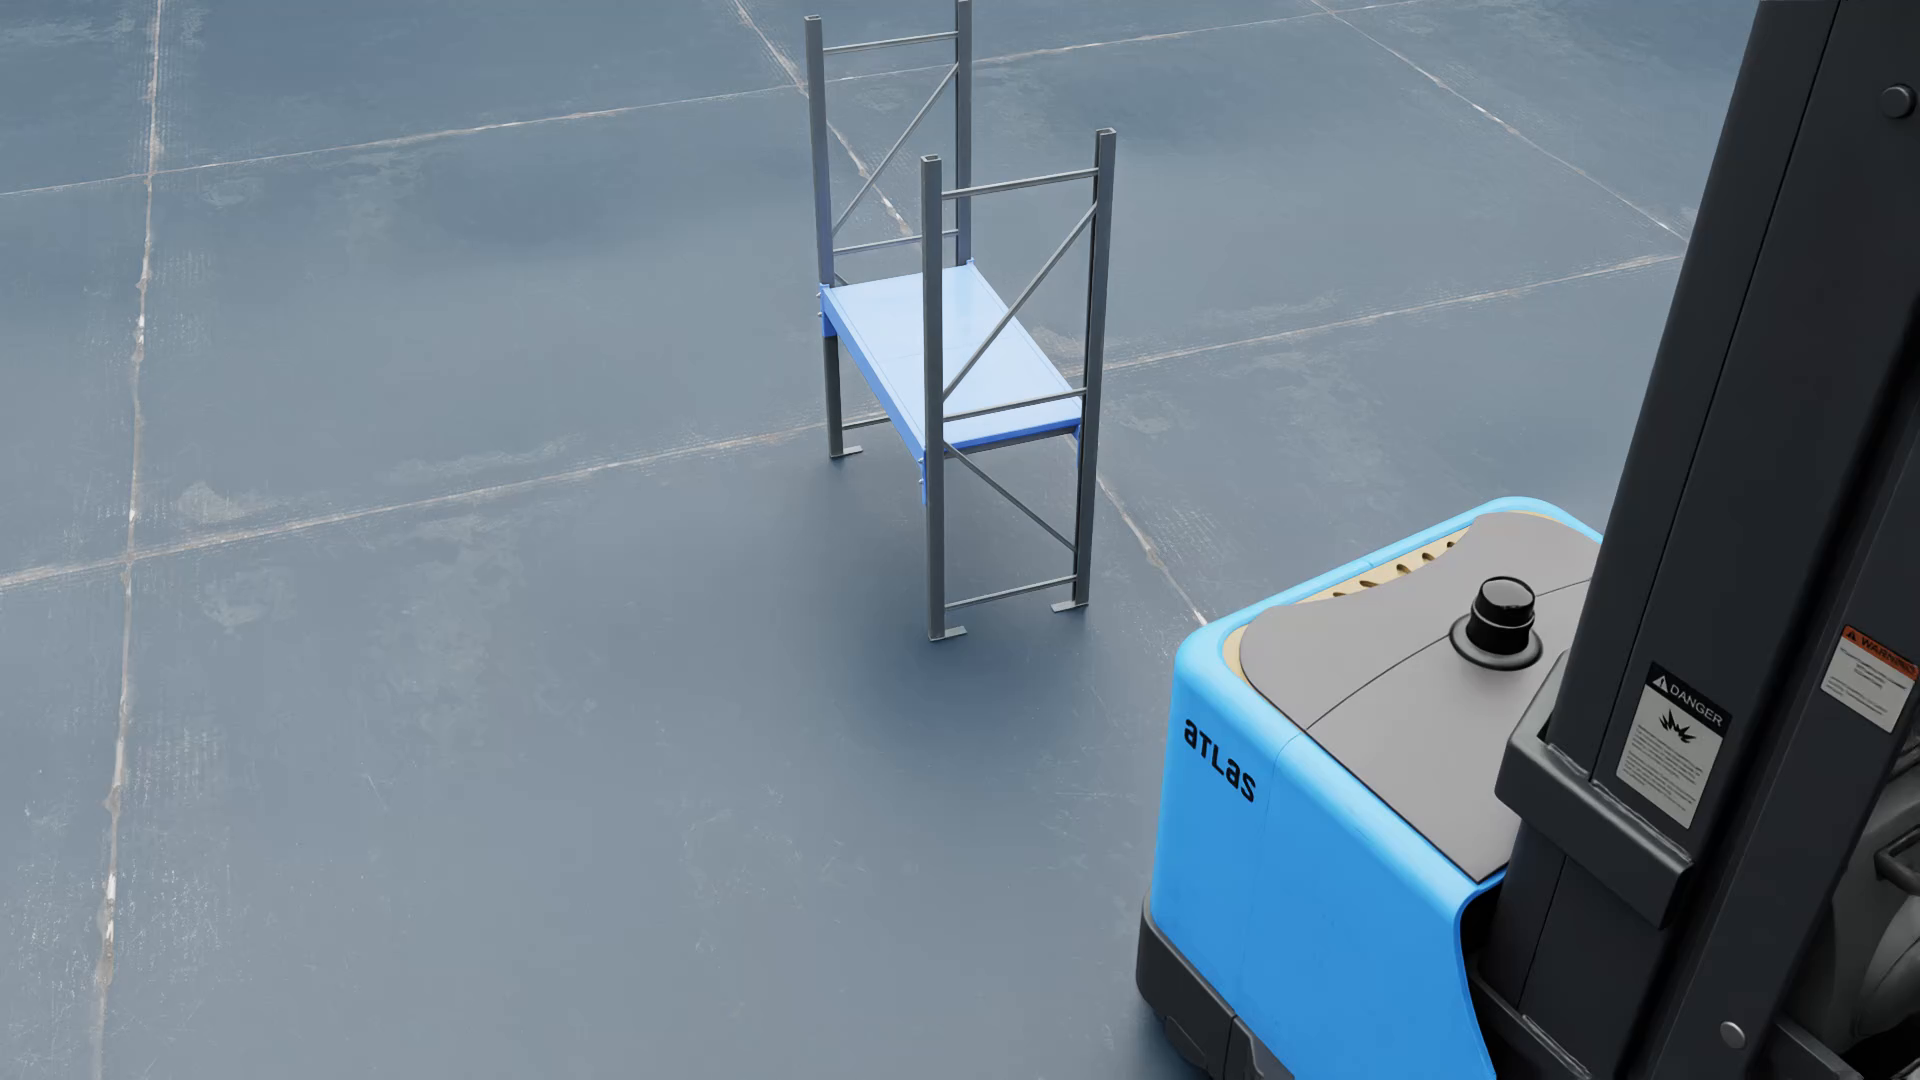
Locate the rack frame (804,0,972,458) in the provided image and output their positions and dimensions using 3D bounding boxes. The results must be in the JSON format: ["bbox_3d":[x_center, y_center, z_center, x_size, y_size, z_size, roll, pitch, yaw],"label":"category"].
[{"bbox_3d":[-0.204,-0.934,5.244,0.500,1.500,0.032,-12,39,-16],"label":"rack frame"}]

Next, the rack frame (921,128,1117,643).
[{"bbox_3d":[0.146,-0.360,4.481,0.500,1.500,0.032,-12,39,-16],"label":"rack frame"}]

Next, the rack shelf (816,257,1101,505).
[{"bbox_3d":[-0.029,-0.504,4.971,0.538,0.185,1.000,-12,39,-16],"label":"rack shelf"}]

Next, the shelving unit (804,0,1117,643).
[{"bbox_3d":[-0.029,-0.647,4.863,0.538,1.500,1.048,-12,39,-16],"label":"shelving unit"}]

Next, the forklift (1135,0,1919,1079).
[{"bbox_3d":[1.609,0.474,2.185,1.130,2.935,3.031,-21,42,-25],"label":"forklift"}]
